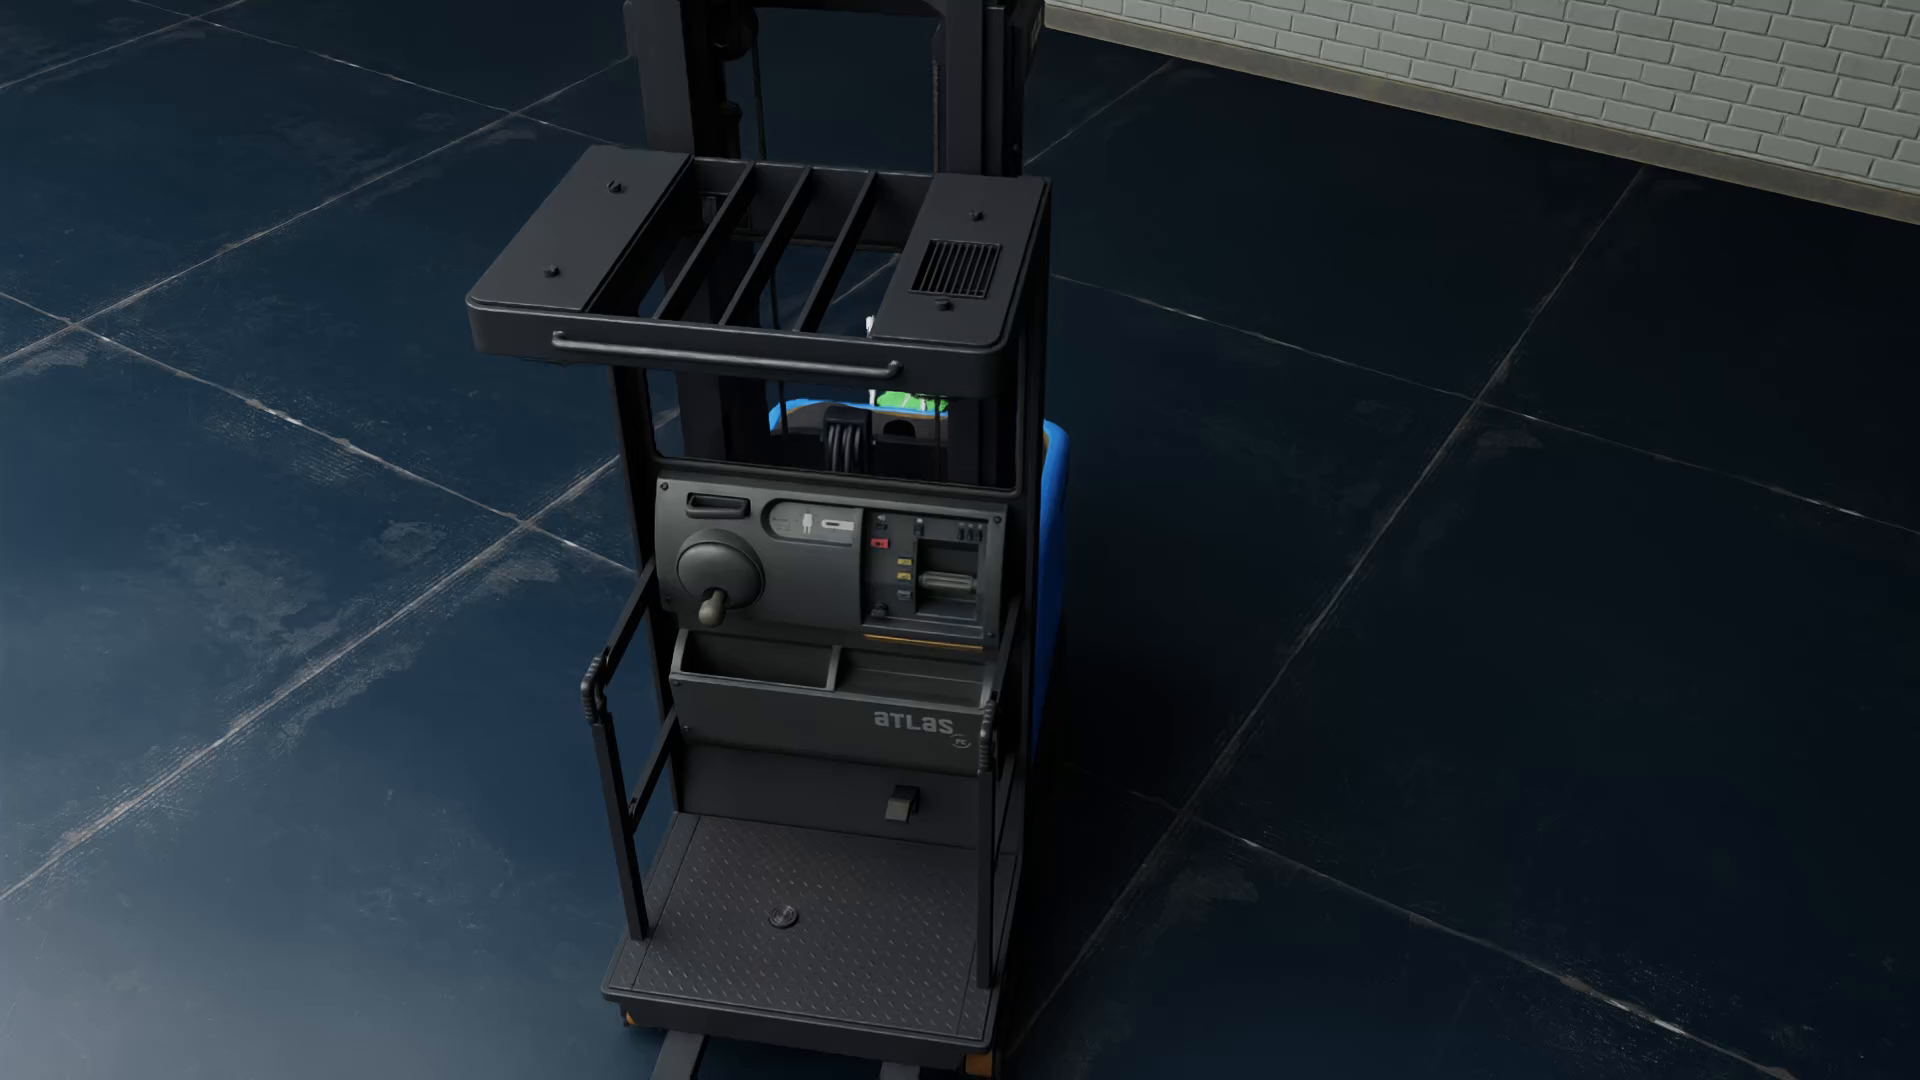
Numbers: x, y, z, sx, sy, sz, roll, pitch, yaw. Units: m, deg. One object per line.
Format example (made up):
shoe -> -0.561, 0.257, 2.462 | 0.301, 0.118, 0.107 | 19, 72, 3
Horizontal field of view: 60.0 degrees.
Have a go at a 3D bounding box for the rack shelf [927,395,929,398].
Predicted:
rack shelf -> -0.089, -0.719, 6.019 | 0.258, 0.148, 0.480 | 21, 42, 25

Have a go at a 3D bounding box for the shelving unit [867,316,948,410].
shelving unit -> -0.089, -0.390, 6.273 | 0.258, 1.200, 0.503 | 21, 42, 25

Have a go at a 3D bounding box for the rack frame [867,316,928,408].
rack frame -> -0.219, -0.264, 6.110 | 0.240, 1.200, 0.015 | 21, 42, 25

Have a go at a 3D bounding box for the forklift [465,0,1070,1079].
forklift -> -0.377, 0.130, 4.181 | 1.130, 2.935, 3.031 | 6, 38, 8

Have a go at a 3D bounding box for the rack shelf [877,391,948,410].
rack shelf -> -0.089, -0.529, 6.165 | 0.258, 0.148, 0.480 | 21, 42, 25
